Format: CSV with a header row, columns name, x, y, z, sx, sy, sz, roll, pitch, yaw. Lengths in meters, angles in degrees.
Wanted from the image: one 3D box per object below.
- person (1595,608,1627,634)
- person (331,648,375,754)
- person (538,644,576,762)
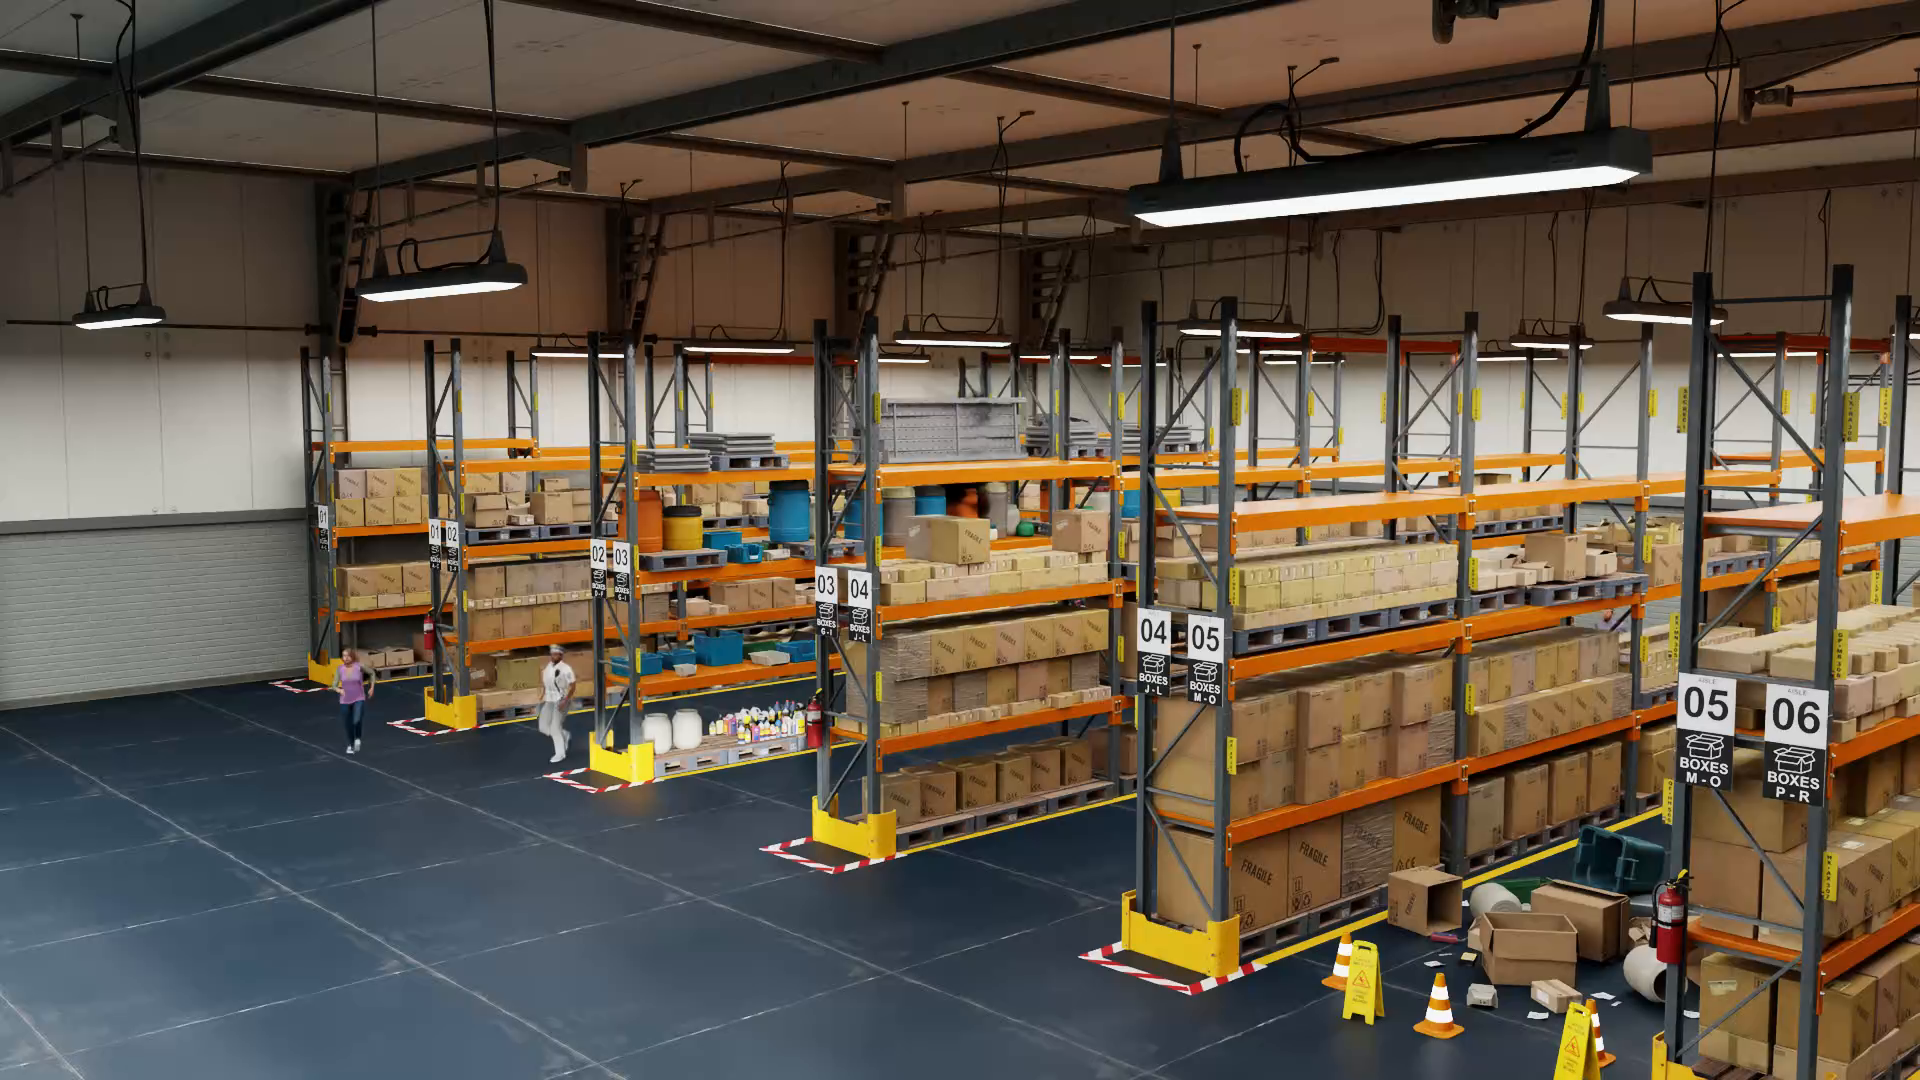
name,x,y,z,sx,sy,sz,roll,pitch,yaw
person,10.792,2.032,27.651,0.603,1.520,0.718,4,6,39
person,-8.608,2.302,23.602,0.562,1.555,0.739,-1,5,-11
person,-5.695,2.285,23.482,0.607,1.666,0.509,3,6,34
